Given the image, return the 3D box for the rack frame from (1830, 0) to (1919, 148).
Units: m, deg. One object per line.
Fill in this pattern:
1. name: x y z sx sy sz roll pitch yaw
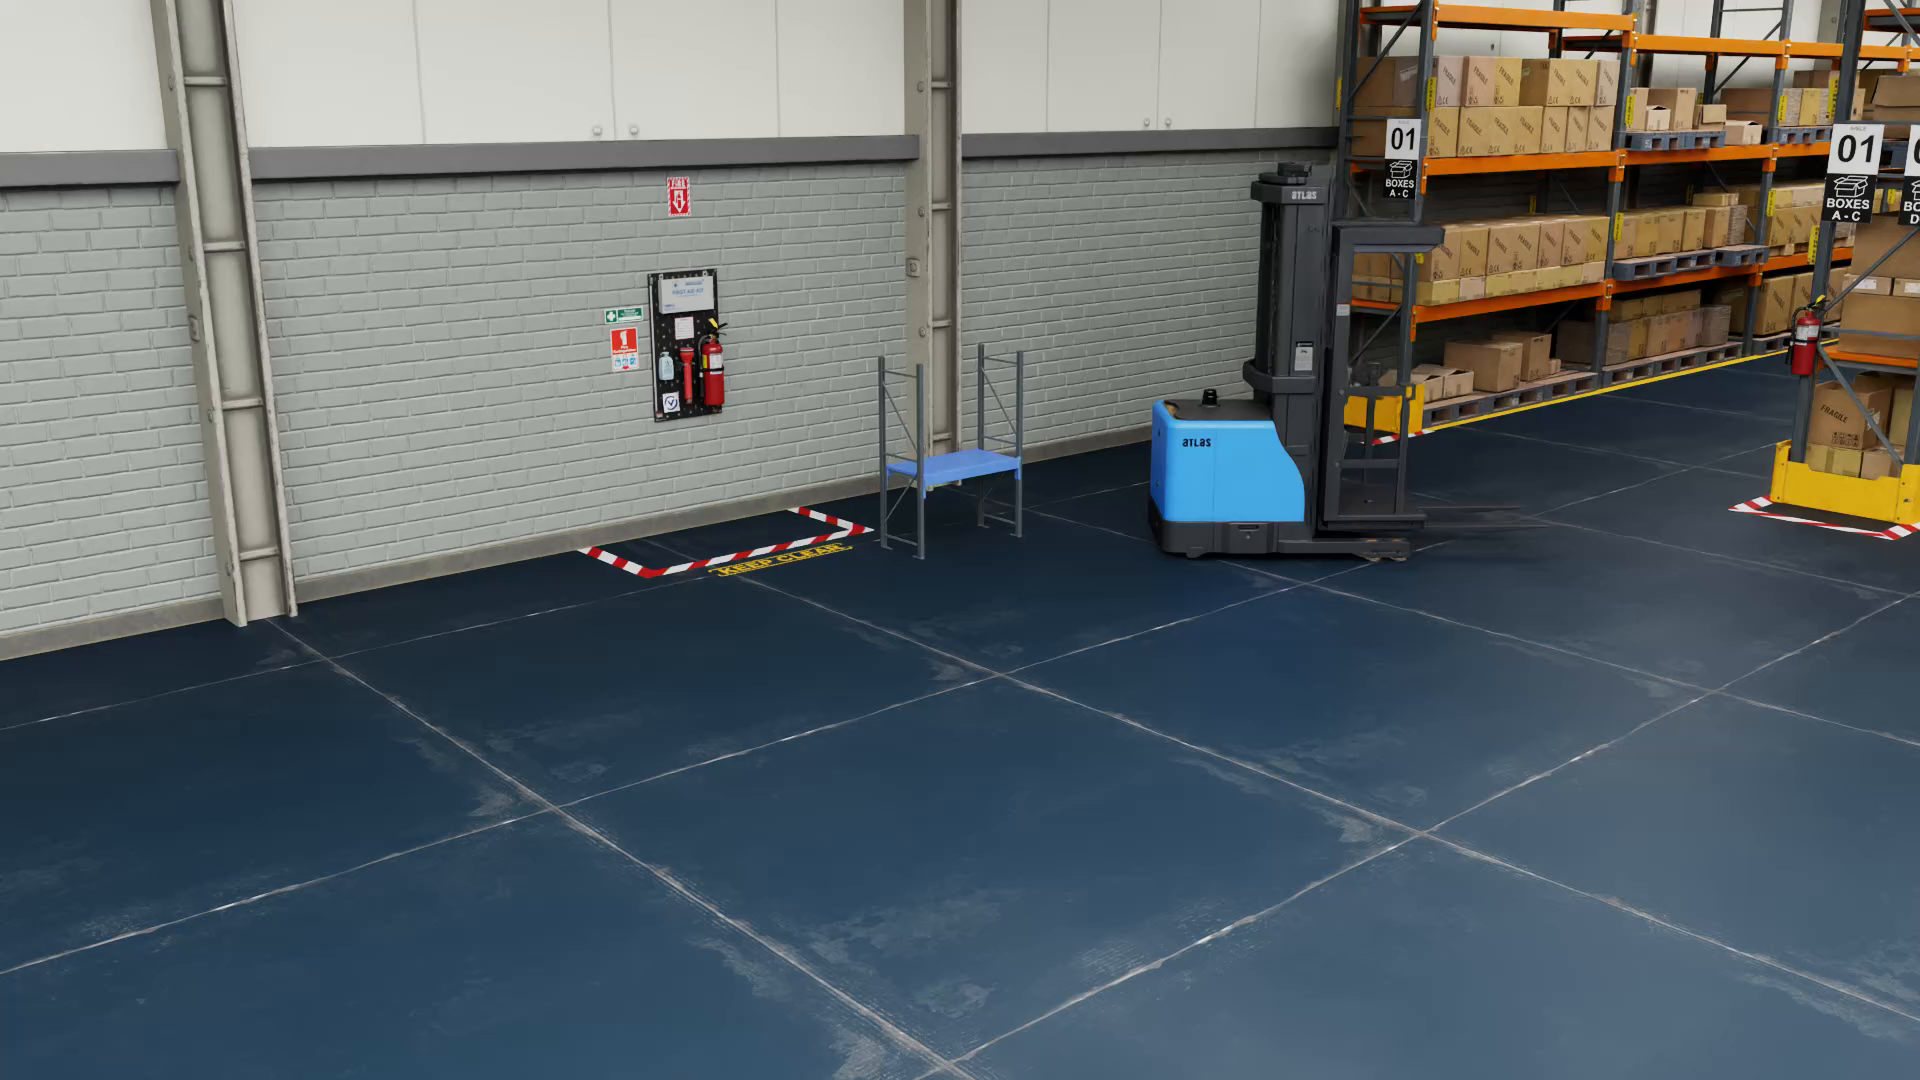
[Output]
1. rack frame: 7.590 -4.613 13.083 0.127 3.000 1.000 -13 19 -39

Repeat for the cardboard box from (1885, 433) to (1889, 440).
1. cardboard box: 8.170 -0.825 15.040 0.500 0.250 0.500 -13 19 -39

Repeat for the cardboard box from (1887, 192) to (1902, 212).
1. cardboard box: 13.808 -4.945 25.369 0.700 0.700 0.980 -12 19 -39

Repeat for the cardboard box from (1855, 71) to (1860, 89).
1. cardboard box: 12.638 -6.660 24.060 0.500 0.250 0.500 -11 18 -35

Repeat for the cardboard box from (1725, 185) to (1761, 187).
1. cardboard box: 10.935 -4.812 23.191 0.500 0.250 0.500 -13 20 -41

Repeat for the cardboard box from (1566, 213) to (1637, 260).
1. cardboard box: 7.759 -3.697 20.231 0.500 0.500 0.700 -13 19 -39

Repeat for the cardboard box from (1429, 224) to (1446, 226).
1. cardboard box: 4.937 -3.183 18.152 0.500 0.500 0.500 -12 19 -39

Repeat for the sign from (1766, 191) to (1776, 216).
1. sign: 10.734 -4.451 22.011 0.005 0.325 0.100 -13 19 -39

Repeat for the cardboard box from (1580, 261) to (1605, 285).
1. cardboard box: 7.194 -3.154 19.498 0.500 0.250 0.500 -13 19 -39

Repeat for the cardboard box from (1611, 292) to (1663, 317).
1. cardboard box: 8.617 -3.016 21.265 0.500 0.250 0.500 -13 20 -41

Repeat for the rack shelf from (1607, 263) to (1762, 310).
1. rack shelf: 8.861 -3.347 21.364 4.000 0.370 1.077 -13 19 -39

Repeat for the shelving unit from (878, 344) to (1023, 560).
1. shelving unit: -0.064 -0.710 13.002 1.048 1.500 0.538 -13 19 -39

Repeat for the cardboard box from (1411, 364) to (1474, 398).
1. cardboard box: 5.346 -1.788 18.491 0.500 0.311 0.500 -11 18 -35

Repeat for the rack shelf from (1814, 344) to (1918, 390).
1. rack shelf: 9.099 -1.706 15.219 4.000 0.370 1.077 -13 19 -39

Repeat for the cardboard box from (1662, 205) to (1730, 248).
1. cardboard box: 9.618 -4.113 21.790 0.700 0.500 0.500 14 20 42

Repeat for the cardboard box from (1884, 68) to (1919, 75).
1. cardboard box: 14.110 -6.768 24.792 0.500 0.500 0.500 -13 20 -40

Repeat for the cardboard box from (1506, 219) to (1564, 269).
1. cardboard box: 6.439 -3.347 18.765 0.500 0.500 0.500 -13 20 -41

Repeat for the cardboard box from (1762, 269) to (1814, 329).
1. cardboard box: 11.676 -3.444 23.684 0.750 0.750 0.750 -13 20 -40

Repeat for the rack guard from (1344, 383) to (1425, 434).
1. rack guard: 4.392 -1.484 17.836 0.348 0.500 1.175 -13 19 -39

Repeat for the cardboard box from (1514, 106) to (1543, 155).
1. cardboard box: 5.959 -4.461 18.095 0.500 0.500 0.500 -11 19 -36

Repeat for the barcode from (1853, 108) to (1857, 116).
1. barcode: 7.501 -3.590 13.939 0.075 0.075 0.001 -13 19 -39

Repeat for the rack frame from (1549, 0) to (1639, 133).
1. rack frame: 7.353 -6.255 19.228 0.127 3.000 1.000 -13 19 -39

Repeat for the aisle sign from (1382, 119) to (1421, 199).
1. aisle sign: 4.478 -3.864 16.866 0.004 0.787 0.394 -13 19 -39

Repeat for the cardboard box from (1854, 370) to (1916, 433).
1. cardboard box: 8.544 -1.273 15.263 0.500 0.500 0.500 -13 19 -39

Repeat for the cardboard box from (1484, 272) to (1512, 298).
1. cardboard box: 5.682 -2.813 18.219 0.500 0.250 0.500 -13 20 -40

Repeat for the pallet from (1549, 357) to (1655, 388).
1. pallet: 7.939 -2.141 20.857 1.213 0.211 1.003 -13 19 -39

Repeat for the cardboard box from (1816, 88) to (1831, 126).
1. cardboard box: 11.854 -6.115 23.470 0.500 0.500 0.700 -13 20 -39

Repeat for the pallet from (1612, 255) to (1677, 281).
1. pallet: 8.025 -3.365 20.406 1.213 0.211 1.003 -13 19 -39

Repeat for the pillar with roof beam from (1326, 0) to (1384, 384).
1. pillar with roof beam: 7.121 -5.026 14.628 0.400 9.000 9.100 -13 19 -39

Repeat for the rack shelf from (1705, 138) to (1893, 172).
1. rack shelf: 11.879 -5.474 23.513 4.000 0.370 1.077 -13 19 -39

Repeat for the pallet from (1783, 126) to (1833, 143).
1. pallet: 11.663 -5.701 23.335 1.213 0.211 1.003 -12 19 -37

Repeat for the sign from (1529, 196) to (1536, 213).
1. sign: 6.986 -4.023 20.255 0.005 0.325 0.100 -13 19 -39

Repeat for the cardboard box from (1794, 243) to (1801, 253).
1. cardboard box: 11.521 -4.115 23.290 0.250 0.149 0.380 -12 19 -38

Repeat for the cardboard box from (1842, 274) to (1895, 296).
1. cardboard box: 7.753 -2.178 14.142 0.250 0.149 0.380 -13 20 -40

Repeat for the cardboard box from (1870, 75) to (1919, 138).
1. cardboard box: 8.026 -3.581 13.746 0.637 0.503 0.797 -11 18 -36

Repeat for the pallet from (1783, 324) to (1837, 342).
1. pallet: 11.934 -3.011 24.114 1.213 0.211 1.003 -13 19 -39

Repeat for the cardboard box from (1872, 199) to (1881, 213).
1. cardboard box: 13.205 -4.786 24.546 0.500 0.500 0.500 -13 20 -40

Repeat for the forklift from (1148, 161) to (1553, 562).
1. forklift: 3.046 -1.390 12.774 3.031 2.935 1.130 0 15 -1

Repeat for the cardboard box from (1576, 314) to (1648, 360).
1. cardboard box: 8.254 -2.586 21.111 0.500 0.500 0.700 -13 20 -40

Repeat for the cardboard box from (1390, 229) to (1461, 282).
1. cardboard box: 4.893 -3.000 17.469 0.500 0.500 0.500 -13 19 -39

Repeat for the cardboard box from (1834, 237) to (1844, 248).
1. cardboard box: 12.530 -4.320 24.059 0.250 0.149 0.380 -13 19 -39

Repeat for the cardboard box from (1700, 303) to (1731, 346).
1. cardboard box: 9.861 -2.907 22.310 0.500 0.500 0.700 -12 19 -39

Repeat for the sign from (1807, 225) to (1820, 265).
1. sign: 7.244 -2.497 14.082 0.005 0.325 0.100 -13 19 -39

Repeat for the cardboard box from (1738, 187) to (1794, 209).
1. cardboard box: 10.904 -4.629 22.507 0.500 0.250 0.500 -12 19 -38

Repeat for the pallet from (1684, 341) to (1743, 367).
1. pallet: 9.780 -2.555 22.405 1.213 0.211 1.003 -13 19 -39

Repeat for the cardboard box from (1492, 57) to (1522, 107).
1. cardboard box: 5.576 -4.851 17.616 0.500 0.500 0.500 -12 19 -38

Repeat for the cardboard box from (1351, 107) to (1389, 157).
1. cardboard box: 4.484 -4.306 17.512 0.500 0.500 0.500 -11 18 -35

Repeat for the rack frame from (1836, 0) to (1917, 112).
1. rack frame: 13.388 -7.610 24.302 0.127 3.000 1.000 -13 19 -39

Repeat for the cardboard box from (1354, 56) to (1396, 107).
1. cardboard box: 4.489 -4.793 17.398 0.500 0.500 0.500 -12 19 -37

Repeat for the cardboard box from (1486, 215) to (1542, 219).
1. cardboard box: 6.468 -3.530 19.451 0.500 0.500 0.500 -13 20 -40

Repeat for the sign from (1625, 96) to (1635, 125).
1. sign: 7.715 -4.951 19.158 0.005 0.325 0.100 -13 19 -39

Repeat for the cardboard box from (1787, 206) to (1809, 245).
1. cardboard box: 11.306 -4.355 22.932 0.500 0.500 0.500 -12 19 -38
